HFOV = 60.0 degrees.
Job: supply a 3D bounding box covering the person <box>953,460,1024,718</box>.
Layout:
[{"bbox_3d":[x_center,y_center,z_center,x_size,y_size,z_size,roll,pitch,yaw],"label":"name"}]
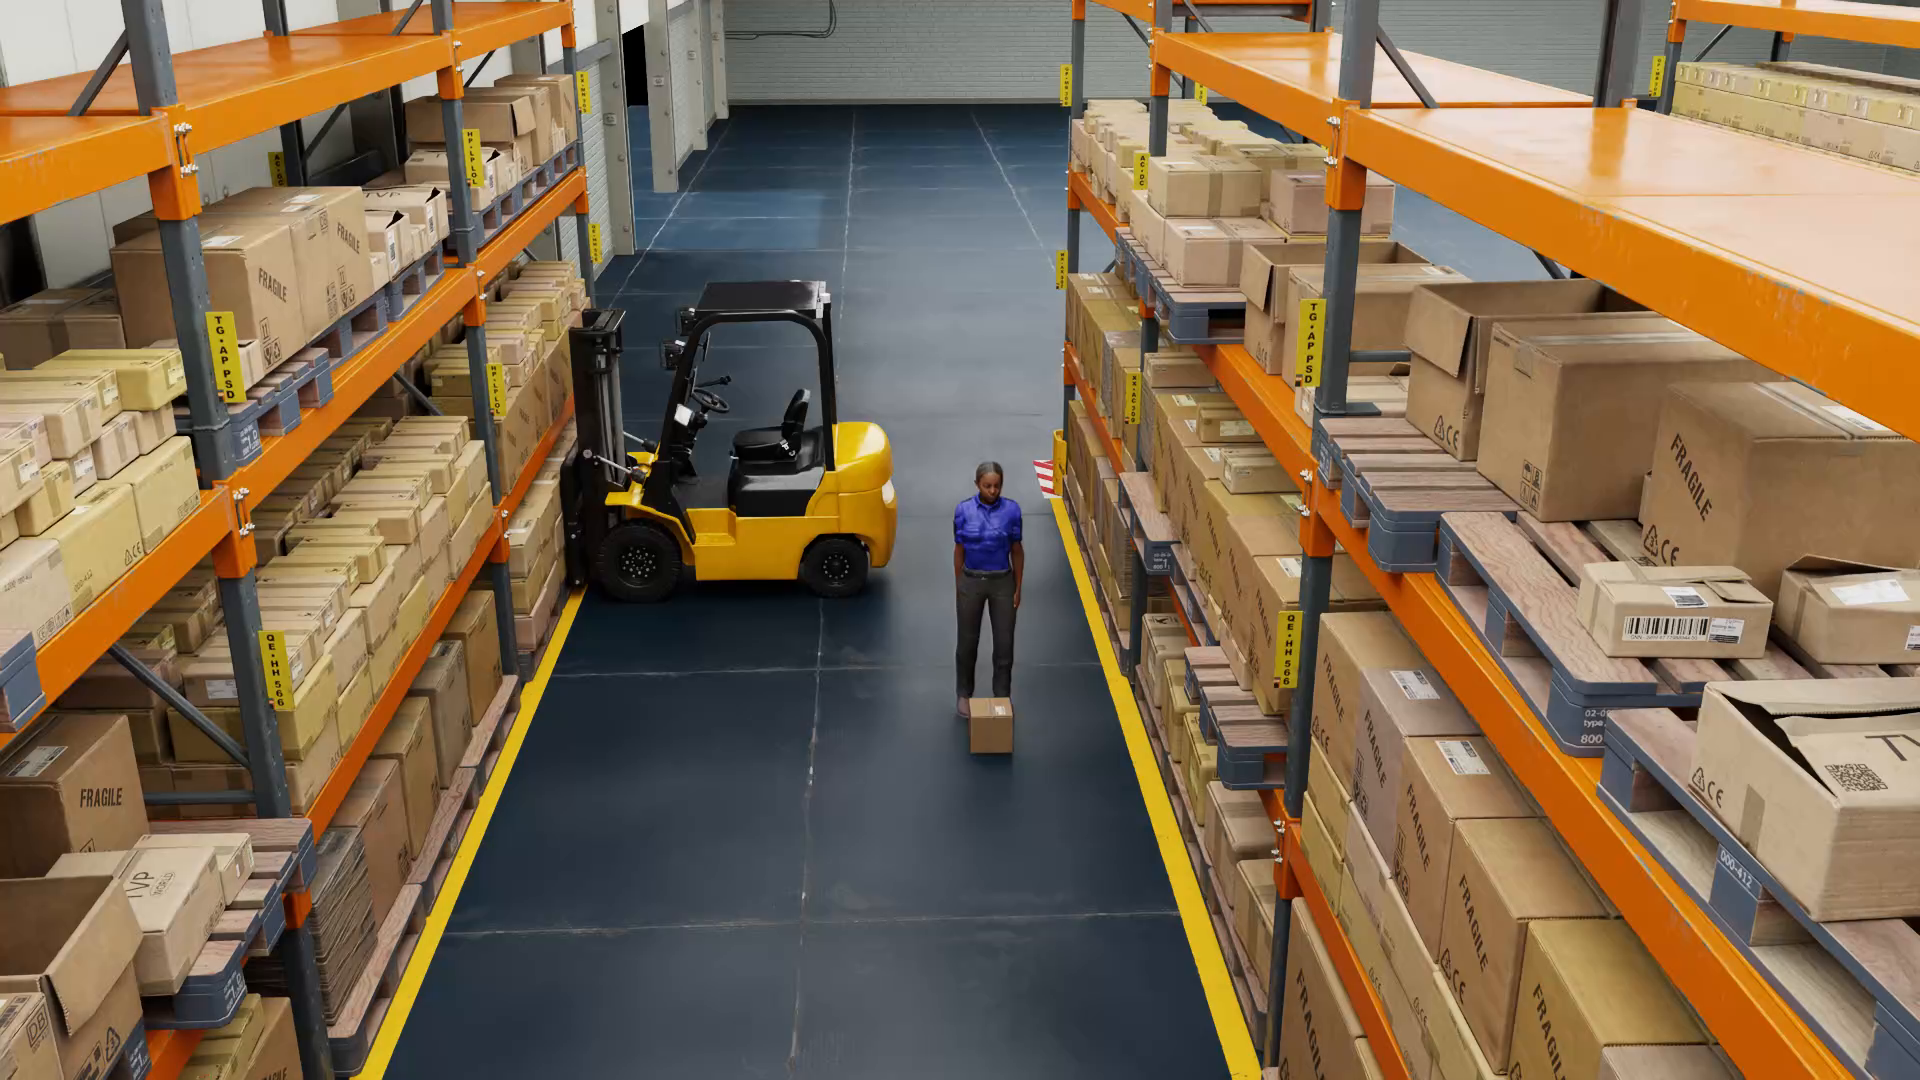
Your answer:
[{"bbox_3d":[0.179,0.301,10.297,0.437,1.663,0.304,-1,21,-2],"label":"person"}]
